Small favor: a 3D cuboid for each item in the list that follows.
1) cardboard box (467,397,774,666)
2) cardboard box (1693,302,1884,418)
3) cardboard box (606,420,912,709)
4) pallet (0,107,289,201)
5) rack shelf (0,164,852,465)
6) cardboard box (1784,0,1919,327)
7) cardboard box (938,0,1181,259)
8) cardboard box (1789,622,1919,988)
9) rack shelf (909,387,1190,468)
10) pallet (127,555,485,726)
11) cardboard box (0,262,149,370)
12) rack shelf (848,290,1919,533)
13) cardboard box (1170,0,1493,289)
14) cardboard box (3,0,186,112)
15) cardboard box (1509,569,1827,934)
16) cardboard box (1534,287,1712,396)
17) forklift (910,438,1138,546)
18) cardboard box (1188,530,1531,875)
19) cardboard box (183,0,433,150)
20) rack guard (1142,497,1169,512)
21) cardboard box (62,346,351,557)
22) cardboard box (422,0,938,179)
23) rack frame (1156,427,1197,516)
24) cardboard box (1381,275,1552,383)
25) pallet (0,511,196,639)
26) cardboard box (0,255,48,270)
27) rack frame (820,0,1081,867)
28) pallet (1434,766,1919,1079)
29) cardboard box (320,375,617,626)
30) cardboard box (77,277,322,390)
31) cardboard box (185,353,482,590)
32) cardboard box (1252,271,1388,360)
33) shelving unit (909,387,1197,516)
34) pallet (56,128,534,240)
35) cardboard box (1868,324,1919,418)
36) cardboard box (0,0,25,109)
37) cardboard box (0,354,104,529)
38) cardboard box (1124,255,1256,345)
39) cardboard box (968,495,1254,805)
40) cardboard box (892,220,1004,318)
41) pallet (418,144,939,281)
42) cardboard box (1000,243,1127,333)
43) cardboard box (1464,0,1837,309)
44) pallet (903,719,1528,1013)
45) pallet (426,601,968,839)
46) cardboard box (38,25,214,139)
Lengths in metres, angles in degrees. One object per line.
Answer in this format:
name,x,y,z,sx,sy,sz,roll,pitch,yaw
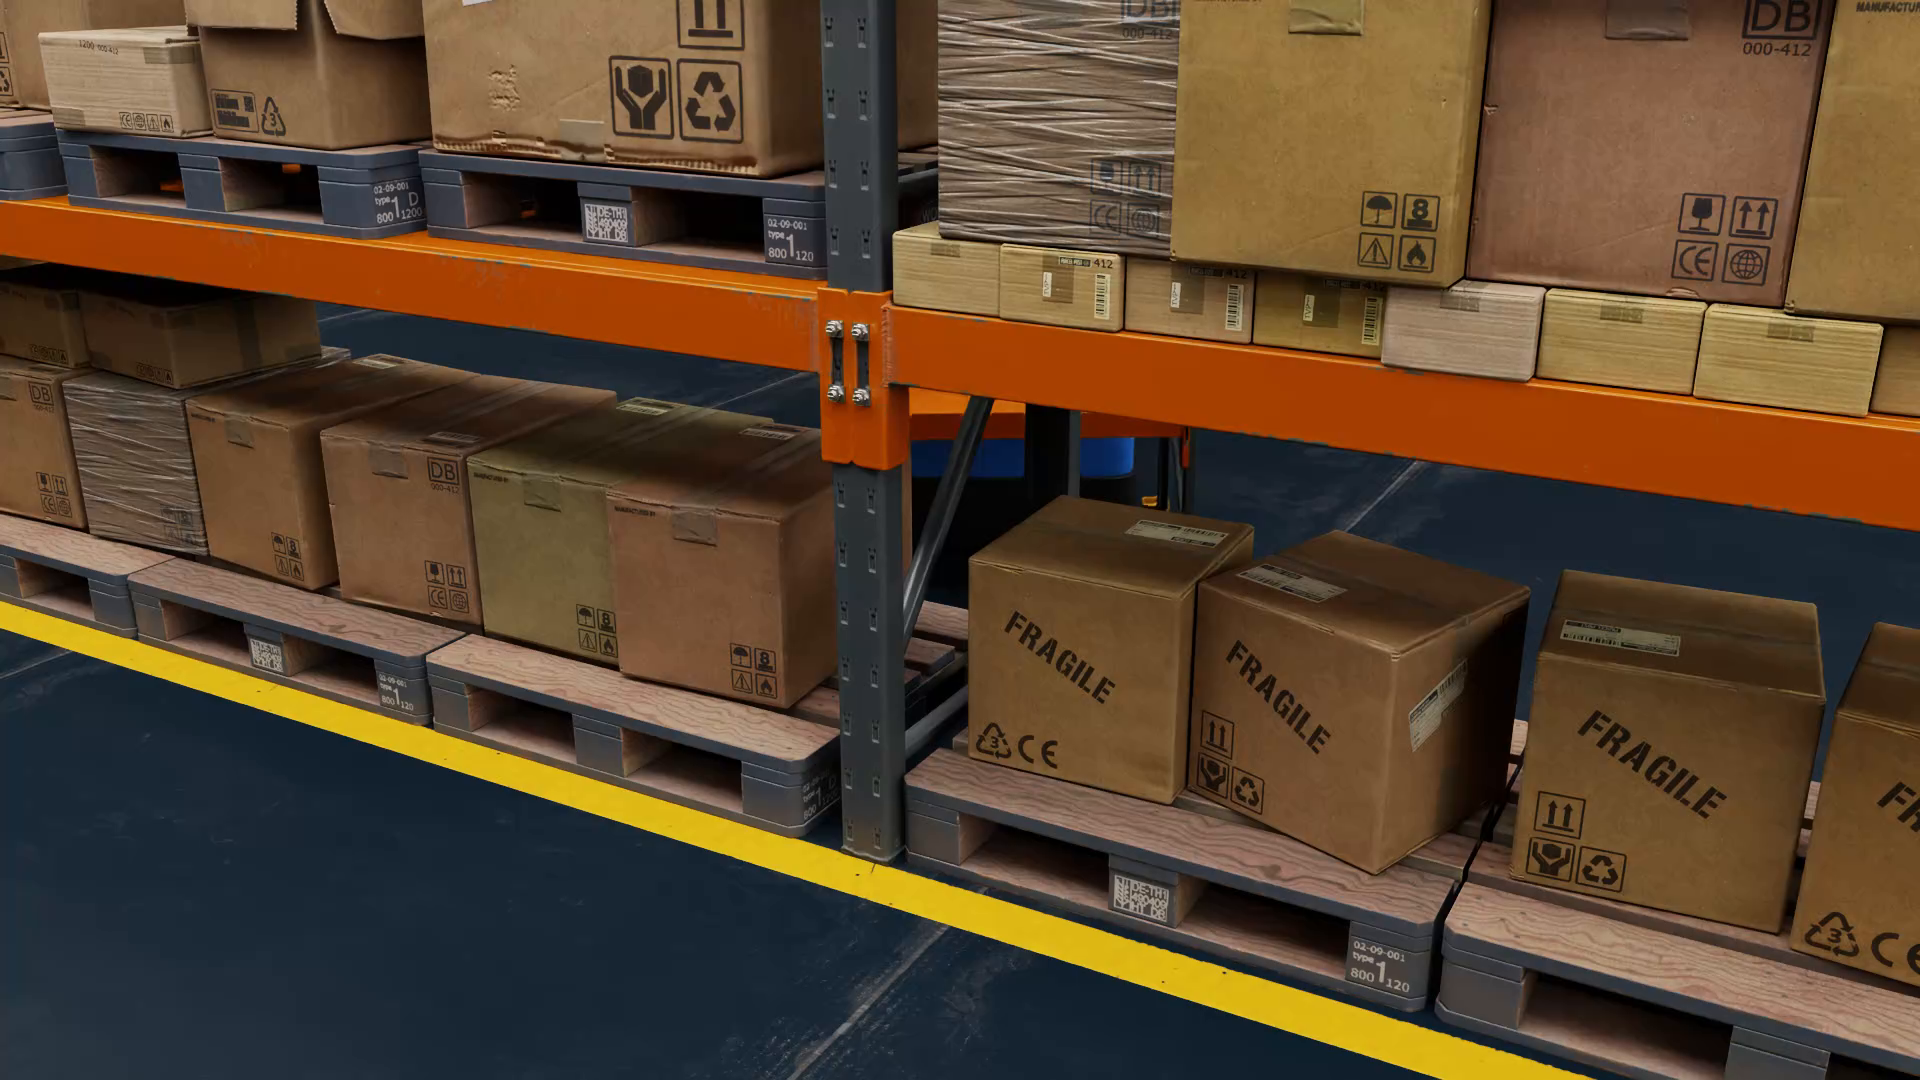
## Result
cardboard box,-0.910,-0.046,4.614,0.500,0.500,0.700,11,22,27
cardboard box,1.380,-0.332,2.750,0.250,0.149,0.380,11,23,27
cardboard box,-0.503,0.039,4.380,0.500,0.500,0.700,9,22,23
pallet,-2.795,-1.309,5.357,1.003,0.211,1.213,11,23,27
rack shelf,-1.723,-0.815,4.769,4.000,0.370,1.077,11,23,27
cardboard box,1.707,-0.672,2.737,0.500,0.500,0.875,11,23,27
cardboard box,0.385,-0.915,3.405,0.500,0.500,0.875,11,23,27
cardboard box,1.902,0.514,3.099,0.500,0.500,0.500,13,24,32
rack shelf,0.167,-0.365,5.139,1.000,0.185,0.538,-1,16,-3
pallet,-1.727,0.158,5.119,1.213,0.211,1.003,11,23,27
cardboard box,-2.870,-0.768,5.504,0.500,0.250,0.500,12,23,29
rack shelf,1.769,-0.150,2.935,4.000,0.370,1.077,11,23,27
cardboard box,0.805,-0.821,3.147,0.500,0.500,0.875,11,23,27
cardboard box,-2.442,-1.590,5.086,0.500,0.500,0.700,15,25,35
cardboard box,1.437,0.408,3.391,0.500,0.500,0.500,9,22,23
cardboard box,1.167,-0.377,2.874,0.250,0.149,0.380,11,23,27
forklift,0.058,-1.805,6.543,1.130,2.935,3.031,0,20,-1
cardboard box,0.856,0.328,3.612,0.500,0.500,0.500,-17,26,-39
cardboard box,-1.536,-1.328,4.359,0.637,0.503,0.797,13,24,33
rack guard,0.657,0.056,5.282,0.087,0.250,0.587,-1,16,-3
cardboard box,-2.384,-0.324,5.380,0.500,0.500,0.700,9,22,23
cardboard box,-0.603,-1.474,4.035,1.000,1.000,1.000,11,23,28
rack frame,0.675,-0.546,5.113,0.032,1.500,0.500,-1,16,-3
cardboard box,0.929,-0.406,2.955,0.250,0.149,0.380,11,23,27
pallet,-2.788,-0.045,5.679,1.213,0.211,1.003,11,23,27
cardboard box,-4.062,-0.806,6.188,0.875,0.875,1.225,10,22,25
rack frame,0.023,-0.821,3.730,0.127,3.000,1.000,11,23,27
pallet,1.696,0.794,3.368,1.213,0.211,1.003,11,23,27
cardboard box,-1.399,-0.139,4.870,0.500,0.500,0.700,9,22,23
cardboard box,-2.402,-0.683,5.269,0.500,0.250,0.500,14,24,33
cardboard box,-1.886,-0.232,5.126,0.500,0.500,0.700,13,24,32
cardboard box,0.730,-0.460,3.103,0.250,0.149,0.380,11,23,27
shelving unit,0.158,-0.538,5.090,1.083,1.500,0.587,-1,16,-3
pallet,-1.721,-1.079,4.722,1.213,0.211,1.003,11,23,27
cardboard box,1.620,-0.304,2.673,0.250,0.149,0.380,11,23,27
cardboard box,-2.978,-1.653,5.260,0.500,0.500,0.500,8,21,21
cardboard box,-2.875,-0.412,5.624,0.500,0.500,0.700,10,22,24
cardboard box,0.507,-0.499,3.210,0.250,0.149,0.380,11,23,27
cardboard box,0.352,0.235,3.868,0.500,0.500,0.500,10,22,26
cardboard box,0.064,-0.578,3.427,0.250,0.149,0.380,11,23,27
pallet,-0.574,-0.901,4.232,1.213,0.211,1.003,11,23,27
cardboard box,0.276,-0.532,3.302,0.250,0.149,0.380,11,23,27
cardboard box,1.290,-0.768,3.000,0.500,0.500,0.875,11,23,27
pallet,0.626,0.591,3.926,1.213,0.211,1.003,11,23,27
pallet,-0.658,0.361,4.561,1.213,0.211,1.003,11,23,27
cardboard box,-2.118,-1.266,4.560,0.500,0.250,0.500,10,22,26
